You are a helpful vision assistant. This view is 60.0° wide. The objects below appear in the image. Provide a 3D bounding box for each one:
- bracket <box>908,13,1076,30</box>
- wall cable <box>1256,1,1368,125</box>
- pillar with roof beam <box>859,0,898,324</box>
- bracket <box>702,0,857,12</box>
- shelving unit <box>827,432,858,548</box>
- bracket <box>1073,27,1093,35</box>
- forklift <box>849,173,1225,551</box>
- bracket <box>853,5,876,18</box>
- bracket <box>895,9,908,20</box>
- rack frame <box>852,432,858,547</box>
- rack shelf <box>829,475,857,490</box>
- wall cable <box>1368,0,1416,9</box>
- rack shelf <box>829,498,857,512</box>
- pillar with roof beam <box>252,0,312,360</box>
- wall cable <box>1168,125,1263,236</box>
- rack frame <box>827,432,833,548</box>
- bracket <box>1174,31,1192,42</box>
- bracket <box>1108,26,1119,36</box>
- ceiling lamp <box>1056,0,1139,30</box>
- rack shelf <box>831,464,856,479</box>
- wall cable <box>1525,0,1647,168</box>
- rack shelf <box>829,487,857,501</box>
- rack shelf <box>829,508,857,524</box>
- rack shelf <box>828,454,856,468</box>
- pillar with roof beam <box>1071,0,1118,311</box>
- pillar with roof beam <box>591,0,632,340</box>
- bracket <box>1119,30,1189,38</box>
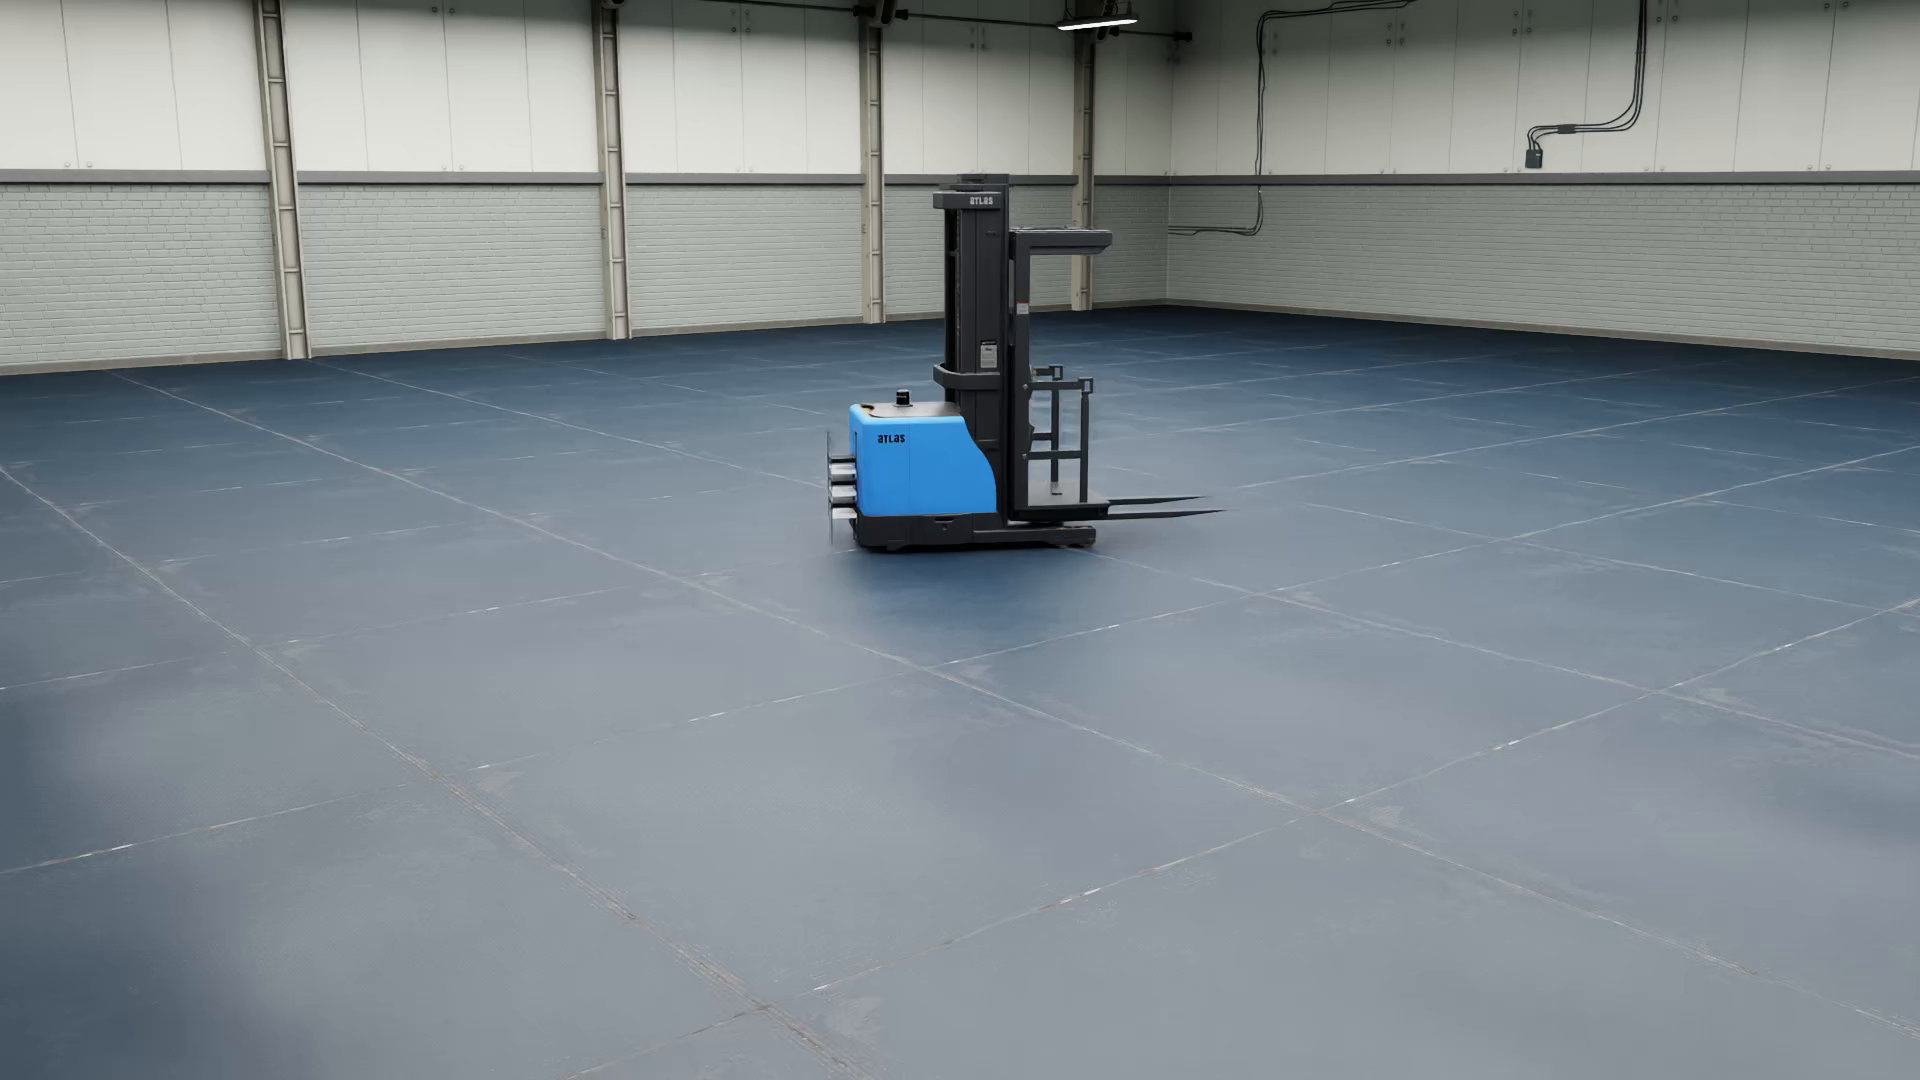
[{"bbox_3d":[0.739,-11.125,35.688,4.783,0.066,0.076,-9,15,-38],"label":"bracket"},{"bbox_3d":[7.670,-10.490,36.683,0.112,2.526,3.097,-9,15,-38],"label":"wall cable"},{"bbox_3d":[0.857,-8.333,31.206,0.548,9.000,9.100,-9,15,-38],"label":"pillar with roof beam"},{"bbox_3d":[-3.946,-10.346,32.021,4.783,0.066,0.076,-9,15,-38],"label":"bracket"},{"bbox_3d":[-0.946,-0.405,13.372,0.210,0.900,0.258,-2,12,-10],"label":"shelving unit"},{"bbox_3d":[2.751,-11.459,37.262,0.430,0.232,0.235,-9,15,-38],"label":"bracket"},{"bbox_3d":[0.639,-1.473,13.511,3.031,2.935,1.130,-2,12,-10],"label":"forklift"},{"bbox_3d":[-1.934,-10.680,33.596,0.430,0.232,0.235,-9,15,-38],"label":"bracket"},{"bbox_3d":[-1.286,-10.788,34.103,0.430,0.232,0.235,-9,15,-38],"label":"bracket"},{"bbox_3d":[-0.846,-0.409,13.390,0.006,0.900,0.240,-2,12,-10],"label":"rack frame"},{"bbox_3d":[-0.946,-0.461,13.360,0.200,0.077,0.258,-2,12,-10],"label":"rack shelf"},{"bbox_3d":[9.603,-12.213,33.847,0.112,2.526,3.097,-9,15,-38],"label":"wall cable"},{"bbox_3d":[-0.946,-0.285,13.397,0.200,0.077,0.258,-2,12,-10],"label":"rack shelf"},{"bbox_3d":[-8.513,-6.776,23.873,0.400,9.000,9.100,-9,15,-38],"label":"pillar with roof beam"},{"bbox_3d":[5.980,-8.458,39.274,0.112,2.526,3.097,-9,15,-38],"label":"wall cable"},{"bbox_3d":[-1.046,-0.402,13.354,0.006,0.900,0.240,-2,12,-10],"label":"rack frame"},{"bbox_3d":[5.250,-11.874,39.218,0.430,0.232,0.235,-9,15,-38],"label":"bracket"},{"bbox_3d":[3.399,-11.567,37.770,0.430,0.232,0.235,-9,15,-38],"label":"bracket"},{"bbox_3d":[2.803,-11.393,31.566,0.800,3.185,2.000,-9,15,-38],"label":"ceiling lamp"},{"bbox_3d":[-0.946,-0.549,13.341,0.200,0.077,0.258,-2,12,-10],"label":"rack shelf"},{"bbox_3d":[11.898,-10.099,31.337,0.169,6.003,2.305,-9,15,-38],"label":"wall cable"},{"bbox_3d":[-0.946,-0.373,13.379,0.200,0.077,0.258,-2,12,-10],"label":"rack shelf"},{"bbox_3d":[-0.946,-0.197,13.416,0.200,0.077,0.258,-2,12,-10],"label":"rack shelf"},{"bbox_3d":[-0.946,-0.637,13.323,0.200,0.077,0.258,-2,12,-10],"label":"rack shelf"},{"bbox_3d":[5.543,-9.111,34.873,0.548,9.000,9.100,-9,15,-38],"label":"pillar with roof beam"},{"bbox_3d":[-3.828,-7.554,27.540,0.548,9.000,9.100,-9,15,-38],"label":"pillar with roof beam"},{"bbox_3d":[4.789,-11.797,38.857,3.189,0.066,0.076,-9,15,-38],"label":"bracket"}]
